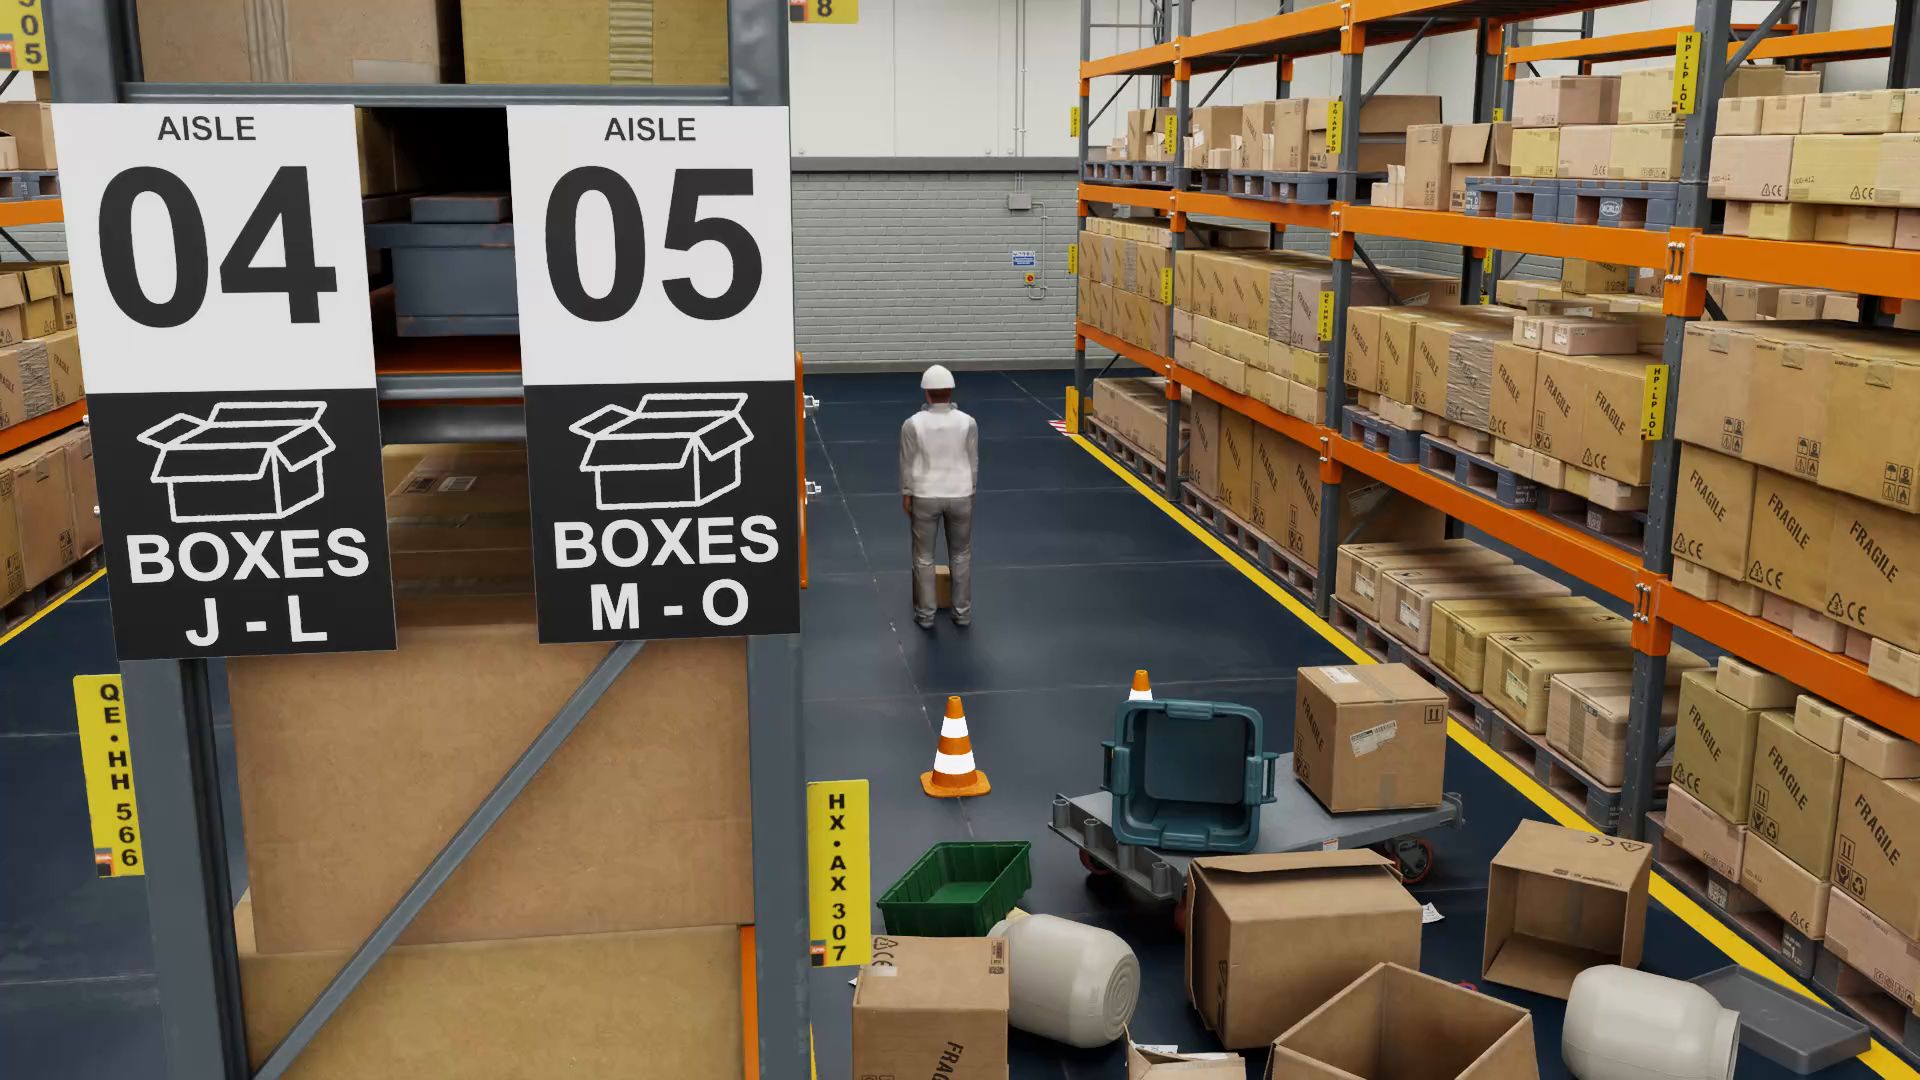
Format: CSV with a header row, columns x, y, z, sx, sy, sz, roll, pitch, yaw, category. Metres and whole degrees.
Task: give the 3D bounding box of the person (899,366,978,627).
x,y,z,sx,sy,sz,roll,pitch,yaw,category
-0.146,-0.293,11.215,0.534,1.764,0.357,-2,13,-7,person
